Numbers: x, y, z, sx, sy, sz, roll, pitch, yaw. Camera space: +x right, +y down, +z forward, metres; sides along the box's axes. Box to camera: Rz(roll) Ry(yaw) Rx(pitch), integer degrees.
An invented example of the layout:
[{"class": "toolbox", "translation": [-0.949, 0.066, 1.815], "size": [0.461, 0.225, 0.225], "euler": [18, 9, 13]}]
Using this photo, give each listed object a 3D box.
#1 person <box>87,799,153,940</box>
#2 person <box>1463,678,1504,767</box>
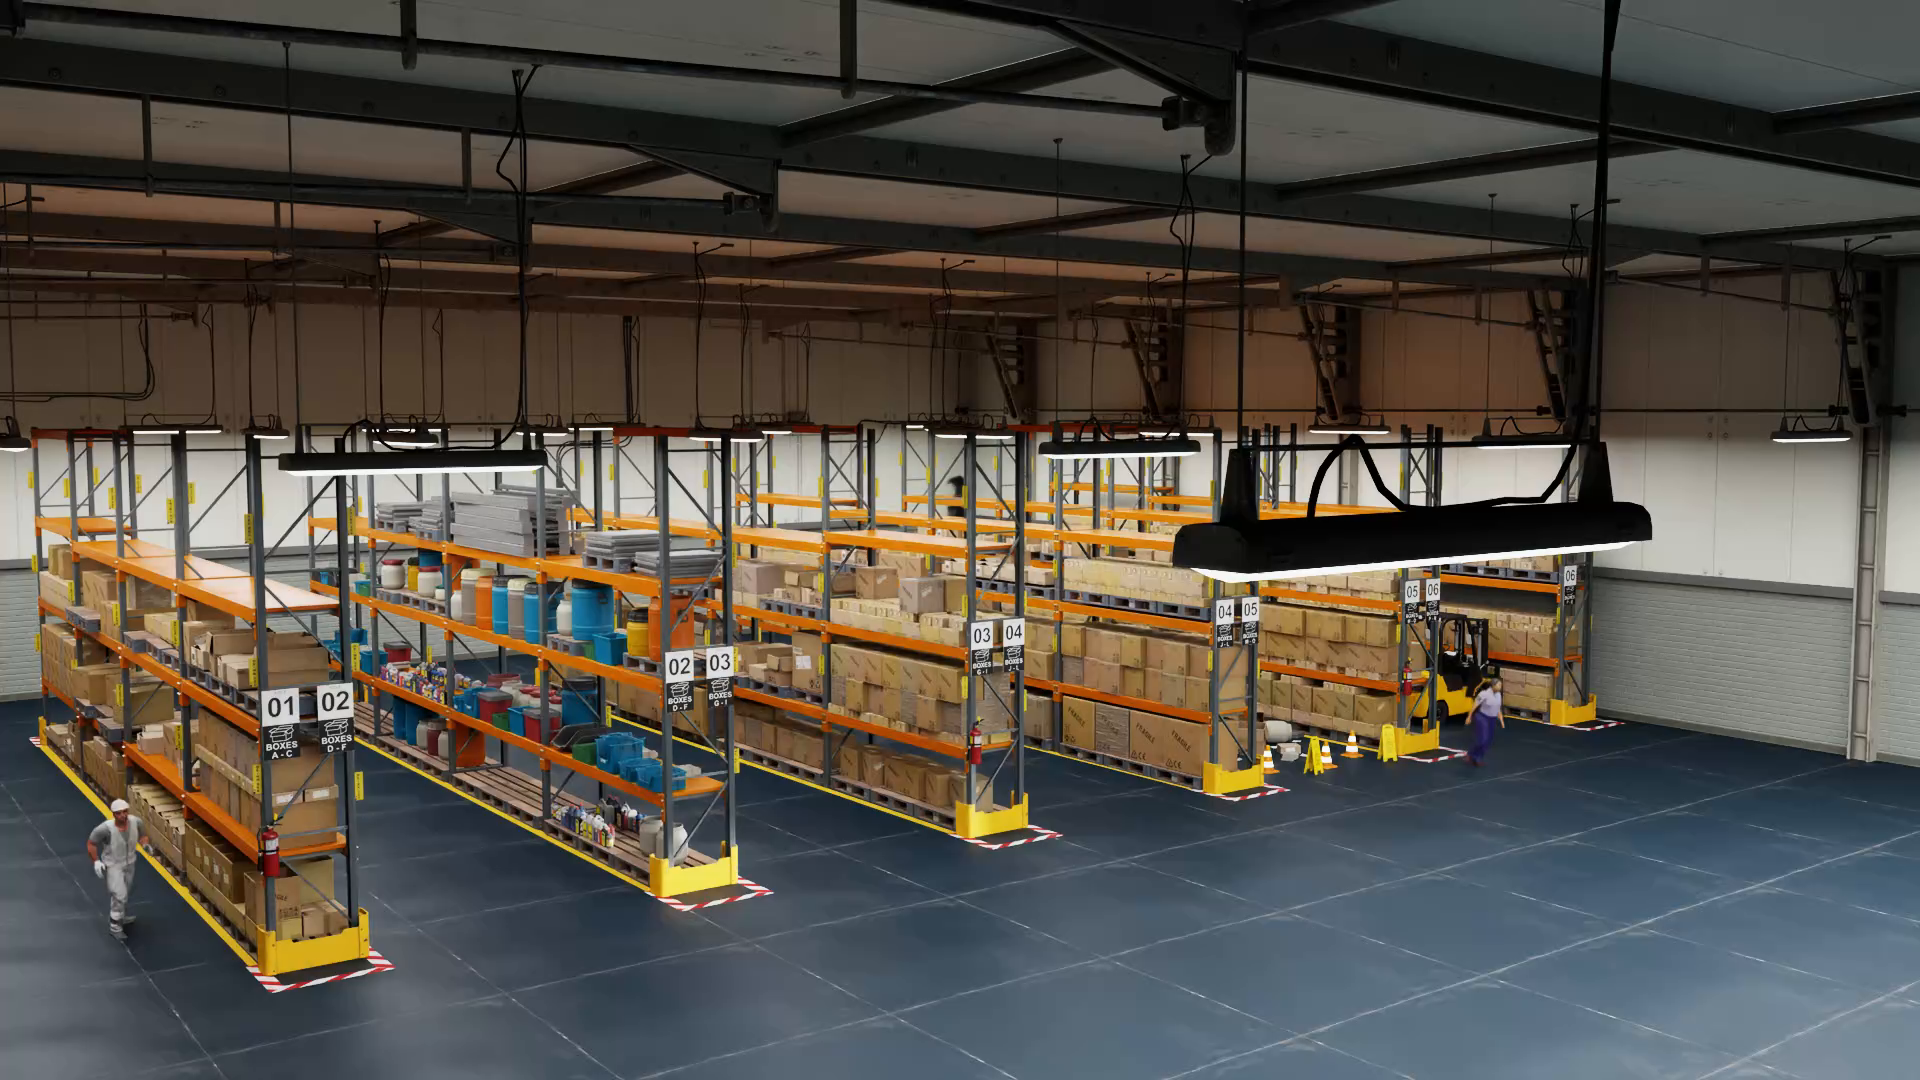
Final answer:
[{"class": "person", "translation": [-10.082, 3.933, 20.038], "size": [0.894, 1.733, 0.701], "euler": [2, 5, 25]}, {"class": "person", "translation": [9.282, 3.313, 29.479], "size": [0.649, 1.442, 0.532], "euler": [-3, 5, -34]}]
